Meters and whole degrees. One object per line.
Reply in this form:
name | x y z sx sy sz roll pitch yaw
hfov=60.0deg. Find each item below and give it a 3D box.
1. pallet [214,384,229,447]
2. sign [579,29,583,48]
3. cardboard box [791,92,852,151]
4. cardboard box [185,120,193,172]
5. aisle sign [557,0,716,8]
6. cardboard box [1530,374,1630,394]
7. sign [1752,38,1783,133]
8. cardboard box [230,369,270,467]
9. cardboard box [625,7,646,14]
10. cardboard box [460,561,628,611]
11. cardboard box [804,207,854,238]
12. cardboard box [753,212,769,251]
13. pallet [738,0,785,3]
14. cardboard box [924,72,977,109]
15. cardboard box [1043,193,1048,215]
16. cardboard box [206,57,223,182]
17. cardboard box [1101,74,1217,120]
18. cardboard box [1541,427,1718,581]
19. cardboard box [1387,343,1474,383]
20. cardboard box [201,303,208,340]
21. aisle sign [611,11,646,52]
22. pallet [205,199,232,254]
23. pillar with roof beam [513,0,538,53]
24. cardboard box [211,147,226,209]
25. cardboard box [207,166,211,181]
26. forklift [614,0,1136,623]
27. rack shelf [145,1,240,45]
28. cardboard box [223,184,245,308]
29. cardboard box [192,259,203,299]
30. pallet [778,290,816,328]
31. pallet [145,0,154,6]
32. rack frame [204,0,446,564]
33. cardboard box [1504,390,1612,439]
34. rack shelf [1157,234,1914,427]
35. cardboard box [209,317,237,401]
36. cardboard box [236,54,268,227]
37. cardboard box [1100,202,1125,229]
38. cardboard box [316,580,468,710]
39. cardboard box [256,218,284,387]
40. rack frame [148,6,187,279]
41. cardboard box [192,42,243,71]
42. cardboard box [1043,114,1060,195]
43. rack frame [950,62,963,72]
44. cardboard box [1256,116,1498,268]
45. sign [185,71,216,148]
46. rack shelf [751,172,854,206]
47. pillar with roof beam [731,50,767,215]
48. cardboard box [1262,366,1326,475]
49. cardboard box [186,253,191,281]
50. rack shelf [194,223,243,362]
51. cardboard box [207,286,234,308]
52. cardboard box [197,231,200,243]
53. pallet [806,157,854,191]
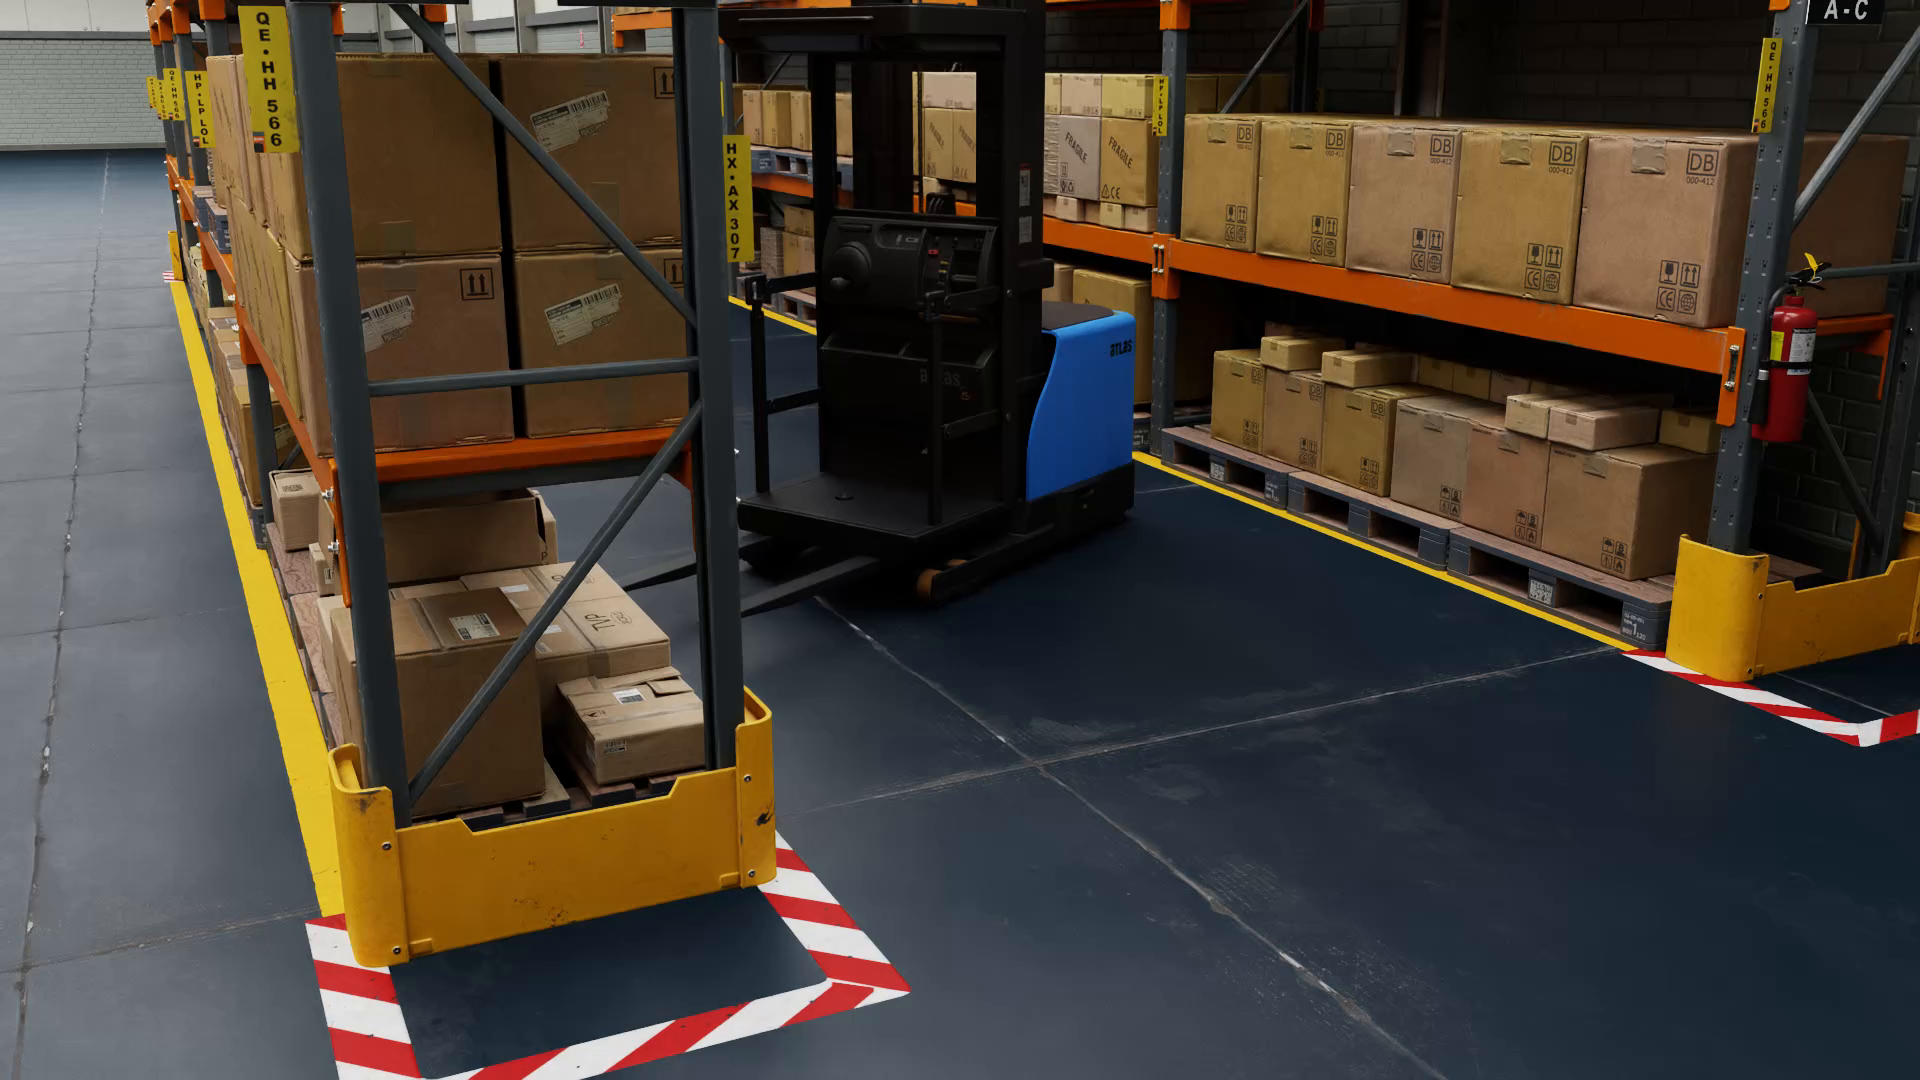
pallet | -4.291 -0.864 10.879 1.003 0.211 1.213 -8 18 -25
sign | -6.144 -8.142 26.981 0.001 0.298 0.199 -8 18 -25
cardboard box | -1.138 -3.816 15.131 0.700 0.500 0.500 -5 17 -17
cardboard box | -6.774 -3.673 15.432 0.700 0.500 0.500 -8 18 -25
aisle sign | -0.786 -1.679 3.949 0.394 0.787 0.004 -8 18 -25
cardboard box | 2.878 -0.664 7.722 0.380 0.149 0.250 -7 18 -24
sign | 2.878 -1.618 5.923 0.100 0.325 0.005 -8 18 -25
cardboard box | -3.515 -0.624 8.720 0.500 0.500 0.500 -8 18 -25
cardboard box | -3.513 -6.226 18.854 0.500 0.500 0.500 -6 17 -21
cardboard box | -1.501 0.283 6.015 0.500 0.250 0.500 -8 18 -25
cardboard box | -1.121 -2.938 15.426 0.500 0.250 0.500 -8 18 -26
cardboard box | -2.376 -3.248 17.865 0.500 0.500 0.500 -9 18 -29
pallet | -1.253 -4.914 14.840 1.213 0.211 1.003 -8 18 -25
cardboard box | 0.070 -3.278 12.119 0.500 0.250 0.500 -8 18 -26
cardboard box | 0.700 -2.261 11.110 0.380 0.149 0.250 -8 18 -26
cardboard box | -2.878 -1.780 7.022 0.500 0.500 0.500 -7 17 -23
cardboard box | 1.185 -2.648 9.923 0.500 0.250 0.500 -7 18 -24
cardboard box | 2.975 -0.172 7.182 0.700 0.500 0.500 -8 18 -25
cardboard box | 2.428 -0.918 8.605 0.380 0.149 0.250 -7 18 -24
cardboard box | -5.709 -1.755 13.152 0.500 0.250 0.500 -7 18 -24
aisle sign | -3.939 -6.209 19.734 0.394 0.787 0.004 -8 18 -25
pallet | -3.728 -1.820 9.504 1.003 0.211 1.213 -8 18 -25
pillar with roof beam | -11.680 -10.247 27.645 9.100 9.000 0.400 -8 18 -25
cardboard box | -3.661 -2.083 9.128 0.700 0.500 0.500 -13 21 -39
cardboard box | -6.132 -3.021 13.795 0.380 0.149 0.250 -8 18 -25
forklift | -0.360 -1.268 7.357 1.130 2.935 3.031 11 19 34
rack shelf | -7.213 -4.978 16.025 1.077 0.370 4.000 -8 18 -25
cardboard box | -2.854 -1.291 7.130 0.500 0.500 0.500 -7 17 -23
cardboard box | -5.937 -2.150 13.512 0.500 0.311 0.500 -8 18 -27
pallet | -1.004 -2.149 15.358 1.003 0.211 1.213 -8 18 -25
pallet | -7.803 -5.599 17.045 1.003 0.211 1.213 -8 18 -25
rack frame | -2.832 -1.402 7.699 1.000 3.000 0.127 -8 18 -25
cardboard box | 2.643 -0.557 7.347 0.380 0.149 0.250 -7 17 -23
rack shelf | 2.496 -1.160 8.160 1.077 0.370 4.000 -8 18 -25
cardboard box | -4.407 -1.128 10.476 0.500 0.500 0.500 -8 18 -27
cardboard box | -1.975 -1.269 5.242 0.500 0.500 0.500 -7 17 -23
cardboard box | 1.085 -2.000 10.201 0.380 0.149 0.250 -7 18 -24
cardboard box | -1.928 0.355 5.761 0.500 0.250 0.500 -8 18 -25
cardboard box | -1.965 -0.789 5.382 0.500 0.500 0.500 -8 18 -24
rack frame | -8.089 -4.378 18.068 1.000 3.000 0.127 -8 18 -25
cardboard box | -6.537 -4.167 14.800 0.700 0.500 0.500 -8 18 -25
cardboard box | 0.746 -2.537 10.898 0.500 0.500 0.500 -8 18 -25
rack frame | -0.133 -2.994 13.245 1.000 3.000 0.127 -8 18 -25
cardboard box | 2.157 -1.828 8.639 0.980 0.700 0.700 -8 18 -26
sign | -3.329 -1.891 7.303 0.100 0.325 0.005 -8 18 -25
rack shelf | -1.009 -3.144 15.072 1.077 0.370 4.000 -8 18 -25
pillar with roof beam | -6.423 -7.272 17.276 9.100 9.000 0.400 -8 18 -25
cardboard box | 2.072 -0.679 8.951 0.700 0.500 0.500 -8 18 -25
cardboard box | -7.398 -2.726 16.536 0.500 0.250 0.500 -8 18 -25
rack shelf | -3.708 -1.552 9.527 1.077 0.370 4.000 -8 18 -25
cardboard box | -5.035 -1.644 11.748 0.500 0.311 0.500 -7 17 -23
cardboard box | -6.945 -2.841 15.575 0.500 0.500 0.500 -8 18 -25
pallet | -0.541 -3.065 13.842 1.213 0.211 1.003 -8 18 -25
